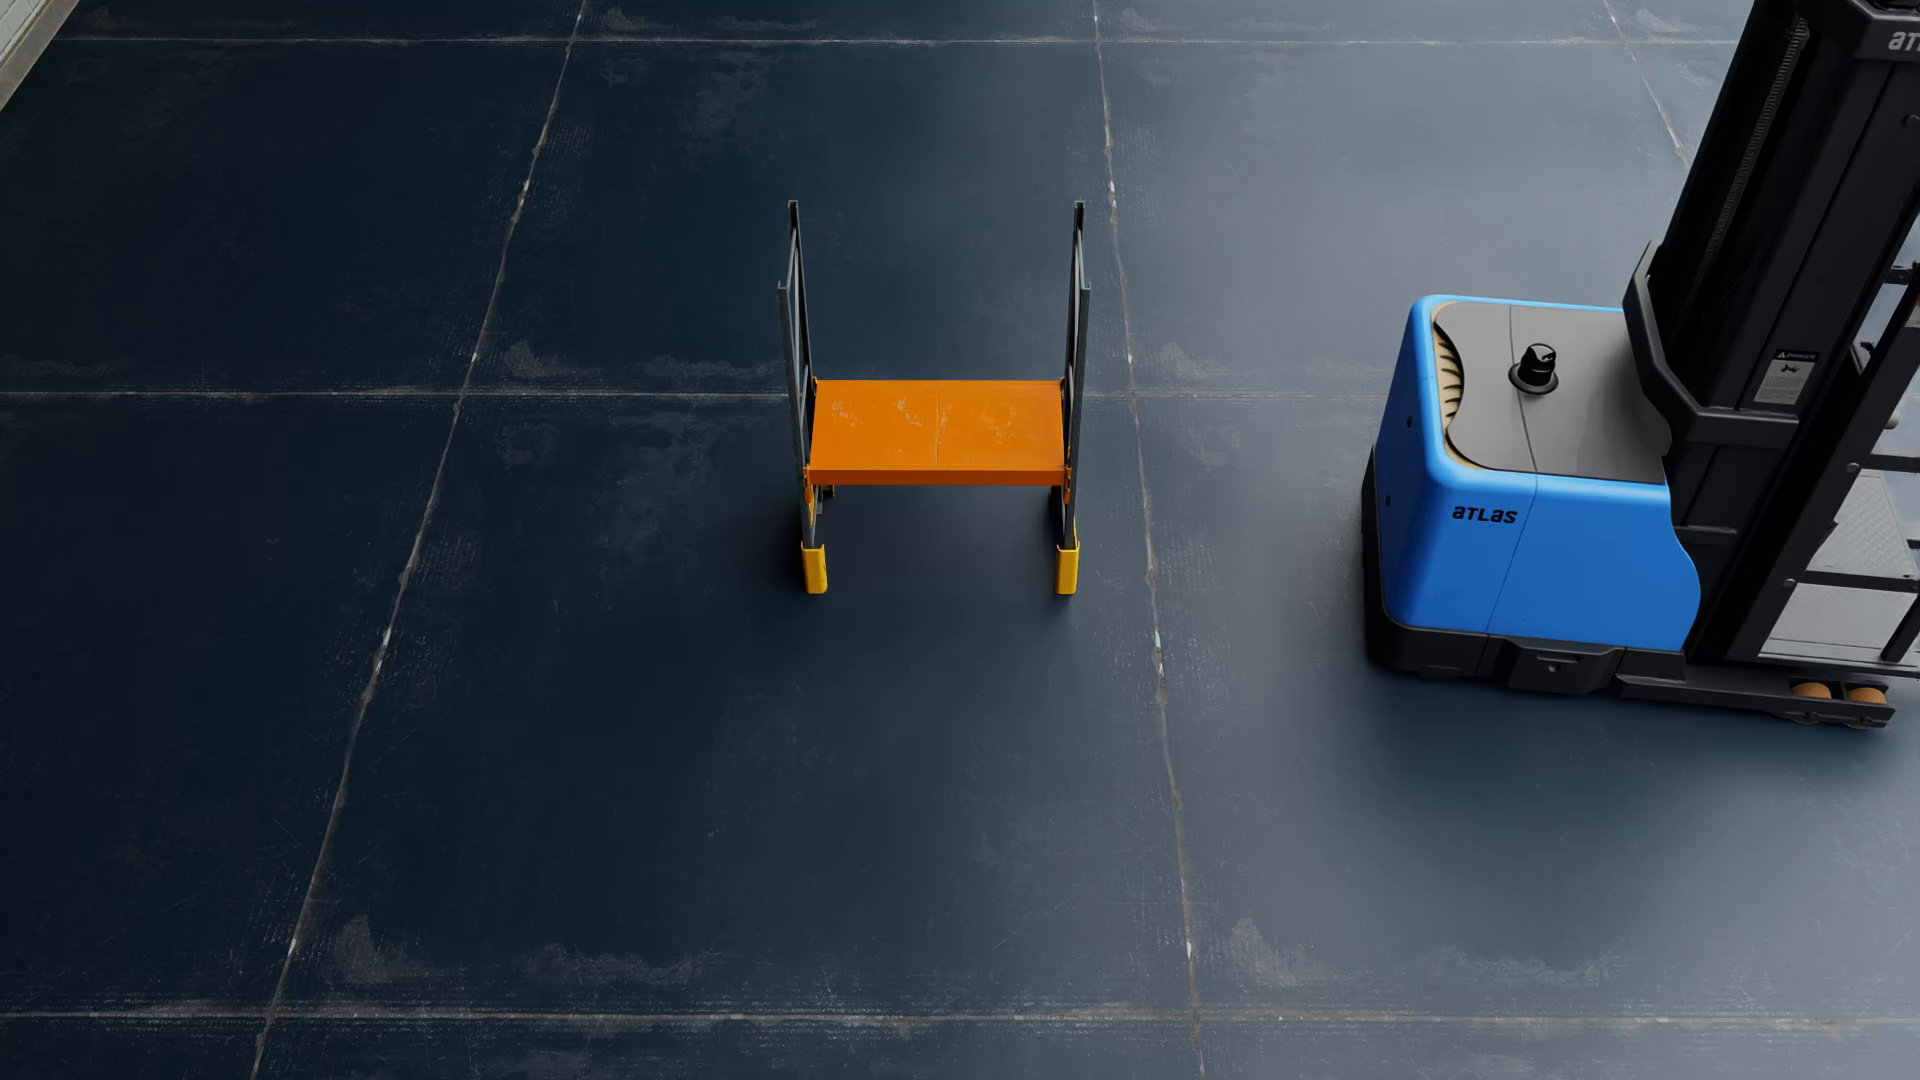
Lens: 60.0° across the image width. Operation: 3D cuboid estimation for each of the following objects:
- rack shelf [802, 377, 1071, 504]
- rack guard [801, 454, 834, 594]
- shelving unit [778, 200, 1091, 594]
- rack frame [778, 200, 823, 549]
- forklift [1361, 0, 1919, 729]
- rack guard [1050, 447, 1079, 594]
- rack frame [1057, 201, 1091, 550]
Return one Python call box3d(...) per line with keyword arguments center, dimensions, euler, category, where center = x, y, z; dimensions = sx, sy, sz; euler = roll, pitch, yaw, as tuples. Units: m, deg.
box3d(center=(-0.085, -0.389, 6.414), dimensions=(1.000, 0.185, 0.538), euler=(0, 47, 0), category="rack shelf")
box3d(center=(-0.574, -0.087, 6.741), dimensions=(0.087, 0.250, 0.587), euler=(0, 47, 0), category="rack guard")
box3d(center=(-0.076, -0.511, 6.282), dimensions=(1.083, 1.500, 0.587), euler=(0, 47, 0), category="shelving unit")
box3d(center=(-0.594, -0.513, 6.283), dimensions=(0.032, 1.500, 0.500), euler=(0, 47, 0), category="rack frame")
box3d(center=(3.123, -0.713, 5.492), dimensions=(3.031, 2.935, 1.130), euler=(5, 47, 5), category="forklift")
box3d(center=(0.422, -0.084, 6.738), dimensions=(0.087, 0.250, 0.587), euler=(0, 47, 0), category="rack guard")
box3d(center=(0.423, -0.510, 6.281), dimensions=(0.032, 1.500, 0.500), euler=(0, 47, 0), category="rack frame")
